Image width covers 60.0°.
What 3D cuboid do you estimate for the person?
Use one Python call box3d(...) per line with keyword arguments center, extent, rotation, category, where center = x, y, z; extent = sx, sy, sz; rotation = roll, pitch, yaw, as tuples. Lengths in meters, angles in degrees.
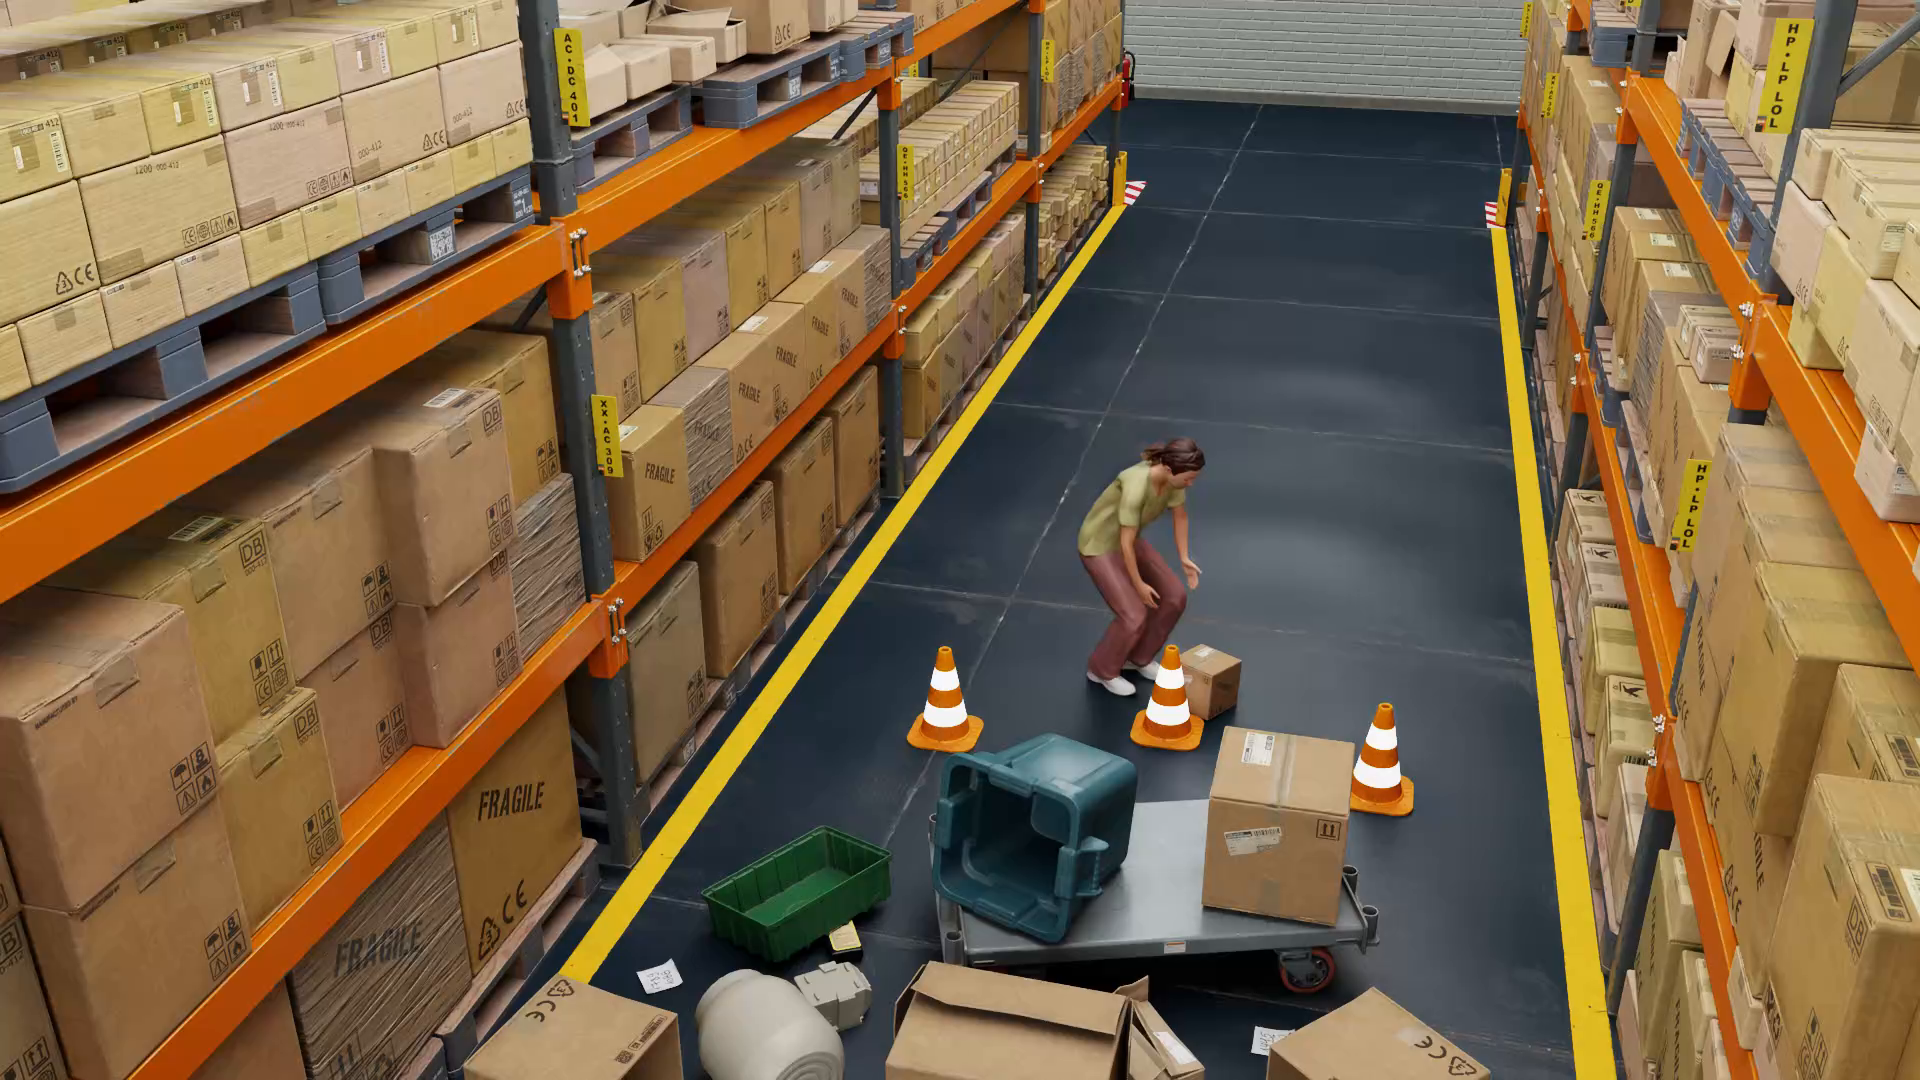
box3d(center=(0.906, 0.162, 8.303), extent=(0.634, 1.225, 0.510), rotation=(22, 33, 39), category="person")
